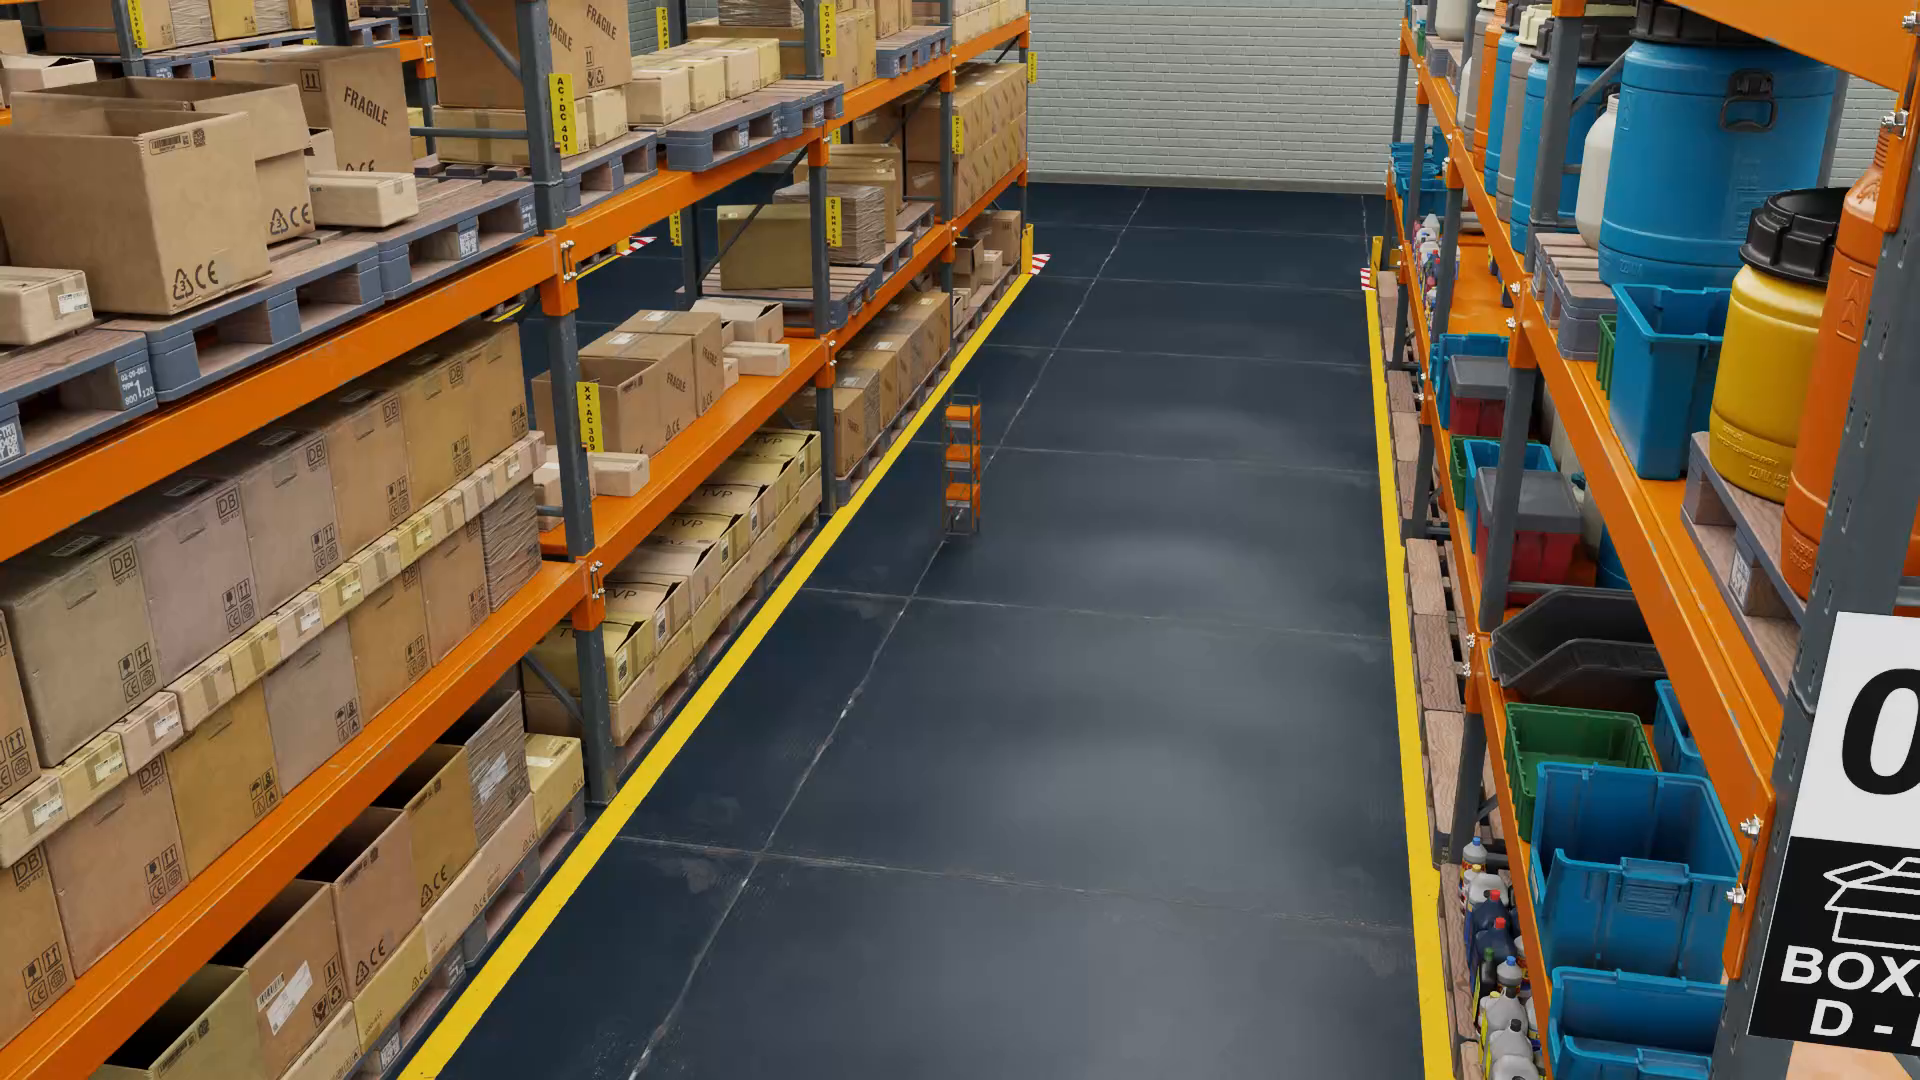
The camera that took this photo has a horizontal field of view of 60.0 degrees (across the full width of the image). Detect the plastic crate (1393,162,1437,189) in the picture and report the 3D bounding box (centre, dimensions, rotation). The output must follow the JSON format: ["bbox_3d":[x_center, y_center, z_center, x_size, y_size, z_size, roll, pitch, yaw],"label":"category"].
[{"bbox_3d":[4.459,-3.563,16.328,0.416,0.233,0.300,4,22,11],"label":"plastic crate"}]

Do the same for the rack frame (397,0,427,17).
[{"bbox_3d":[-5.415,-6.234,14.788,1.000,3.000,0.127,4,22,11],"label":"rack frame"}]

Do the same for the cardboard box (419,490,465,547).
[{"bbox_3d":[-2.199,-0.099,6.581,0.380,0.149,0.250,4,22,11],"label":"cardboard box"}]

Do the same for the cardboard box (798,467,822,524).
[{"bbox_3d":[-1.249,-0.321,11.253,0.500,0.250,0.500,5,22,12],"label":"cardboard box"}]

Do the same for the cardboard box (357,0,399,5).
[{"bbox_3d":[-5.505,-5.283,15.945,0.500,0.250,0.500,5,22,11],"label":"cardboard box"}]

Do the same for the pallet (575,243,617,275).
[{"bbox_3d":[-4.685,-3.322,19.321,1.003,0.211,1.213,4,22,11],"label":"pallet"}]

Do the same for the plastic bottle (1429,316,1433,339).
[{"bbox_3d":[3.221,-1.447,11.197,0.097,0.201,0.097,0,22,0],"label":"plastic bottle"}]

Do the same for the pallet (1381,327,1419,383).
[{"bbox_3d":[4.396,-1.675,15.229,1.003,0.211,1.213,4,22,11],"label":"pallet"}]

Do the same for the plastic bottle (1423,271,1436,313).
[{"bbox_3d":[3.366,-1.778,11.909,0.061,0.283,0.133,4,22,11],"label":"plastic bottle"}]

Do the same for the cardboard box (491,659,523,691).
[{"bbox_3d":[-2.395,0.501,8.462,0.500,0.311,0.500,4,22,11],"label":"cardboard box"}]

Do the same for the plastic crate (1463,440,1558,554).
[{"bbox_3d":[2.572,-0.190,7.832,0.392,0.384,0.575,4,22,11],"label":"plastic crate"}]

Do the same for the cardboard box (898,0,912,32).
[{"bbox_3d":[-0.739,-4.576,13.855,0.600,0.600,0.600,2,22,6],"label":"cardboard box"}]

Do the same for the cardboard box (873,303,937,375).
[{"bbox_3d":[-0.494,-1.737,14.409,0.500,0.500,0.500,5,22,11],"label":"cardboard box"}]

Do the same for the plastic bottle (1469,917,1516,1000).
[{"bbox_3d":[2.042,1.587,6.355,0.144,0.351,0.185,4,22,9],"label":"plastic bottle"}]

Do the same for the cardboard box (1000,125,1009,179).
[{"bbox_3d":[0.217,-4.028,17.206,0.500,0.500,0.500,5,22,11],"label":"cardboard box"}]

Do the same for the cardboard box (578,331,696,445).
[{"bbox_3d":[-1.814,-0.851,9.318,0.500,0.500,0.500,4,22,11],"label":"cardboard box"}]

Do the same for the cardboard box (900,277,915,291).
[{"bbox_3d":[-0.726,-2.350,15.930,0.500,0.500,0.500,4,22,11],"label":"cardboard box"}]

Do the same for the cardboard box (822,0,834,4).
[{"bbox_3d":[-1.181,-3.860,11.434,0.500,0.500,0.500,4,22,11],"label":"cardboard box"}]

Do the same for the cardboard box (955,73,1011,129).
[{"bbox_3d":[0.227,-4.490,17.014,0.500,0.500,0.500,5,22,12],"label":"cardboard box"}]

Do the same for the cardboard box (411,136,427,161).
[{"bbox_3d":[-5.262,-3.457,15.364,0.500,0.500,0.500,4,22,10],"label":"cardboard box"}]

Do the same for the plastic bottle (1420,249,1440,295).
[{"bbox_3d":[3.504,-1.980,12.322,0.144,0.351,0.185,4,22,11],"label":"plastic bottle"}]

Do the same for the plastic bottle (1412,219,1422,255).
[{"bbox_3d":[3.764,-2.492,13.682,0.061,0.283,0.133,4,22,11],"label":"plastic bottle"}]

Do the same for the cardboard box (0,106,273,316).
[{"bbox_3d":[-2.407,-0.971,4.850,0.500,0.500,0.500,4,22,11],"label":"cardboard box"}]

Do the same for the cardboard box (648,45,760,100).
[{"bbox_3d":[-1.507,-2.766,9.829,0.500,0.250,0.500,5,22,12],"label":"cardboard box"}]

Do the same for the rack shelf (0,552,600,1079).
[{"bbox_3d":[-2.605,0.916,6.028,1.077,0.370,4.000,4,22,11],"label":"rack shelf"}]

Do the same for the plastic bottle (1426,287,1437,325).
[{"bbox_3d":[3.301,-1.622,11.537,0.097,0.271,0.097,0,22,0],"label":"plastic bottle"}]

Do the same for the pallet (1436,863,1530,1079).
[{"bbox_3d":[2.474,1.765,6.688,1.003,0.211,1.213,4,22,11],"label":"pallet"}]

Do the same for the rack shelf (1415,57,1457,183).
[{"bbox_3d":[3.876,-3.023,11.791,1.077,0.370,4.000,4,22,11],"label":"rack shelf"}]

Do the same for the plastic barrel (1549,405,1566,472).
[{"bbox_3d":[3.299,-0.593,8.630,0.433,0.535,0.433,0,22,0],"label":"plastic barrel"}]

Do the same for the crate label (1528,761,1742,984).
[{"bbox_3d":[1.946,0.982,4.852,0.502,0.435,0.616,4,22,11],"label":"crate label"}]

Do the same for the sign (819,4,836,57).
[{"bbox_3d":[-0.839,-3.235,10.558,0.100,0.325,0.005,4,22,11],"label":"sign"}]

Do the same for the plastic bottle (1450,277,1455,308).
[{"bbox_3d":[3.545,-1.834,12.049,0.061,0.283,0.133,4,22,11],"label":"plastic bottle"}]

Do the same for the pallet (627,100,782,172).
[{"bbox_3d":[-1.657,-2.252,9.168,1.003,0.211,1.213,6,23,13],"label":"pallet"}]

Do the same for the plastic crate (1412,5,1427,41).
[{"bbox_3d":[4.346,-4.709,15.173,0.437,0.282,0.530,4,22,11],"label":"plastic crate"}]

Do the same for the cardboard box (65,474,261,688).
[{"bbox_3d":[-2.690,0.099,5.222,0.700,0.500,0.500,5,22,11],"label":"cardboard box"}]

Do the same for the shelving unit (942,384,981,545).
[{"bbox_3d":[0.011,-0.507,11.206,0.215,1.050,0.252,4,22,11],"label":"shelving unit"}]

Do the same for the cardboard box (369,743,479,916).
[{"bbox_3d":[-2.289,1.135,6.636,0.500,0.500,0.500,4,22,11],"label":"cardboard box"}]

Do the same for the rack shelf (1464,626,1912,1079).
[{"bbox_3d":[2.243,1.295,5.087,1.077,0.370,4.000,4,22,11],"label":"rack shelf"}]

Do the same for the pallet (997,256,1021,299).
[{"bbox_3d":[0.075,-2.925,18.334,1.003,0.211,1.213,4,22,11],"label":"pallet"}]

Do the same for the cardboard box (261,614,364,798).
[{"bbox_3d":[-2.592,0.531,5.886,0.700,0.500,0.500,5,23,13],"label":"cardboard box"}]

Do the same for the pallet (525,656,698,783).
[{"bbox_3d":[-2.085,0.872,8.907,1.003,0.211,1.213,4,22,11],"label":"pallet"}]

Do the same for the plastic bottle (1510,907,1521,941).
[{"bbox_3d":[2.222,1.529,6.500,0.144,0.351,0.185,4,22,11],"label":"plastic bottle"}]

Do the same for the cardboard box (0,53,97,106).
[{"bbox_3d":[-6.113,-3.064,11.024,0.500,0.311,0.500,4,22,11],"label":"cardboard box"}]

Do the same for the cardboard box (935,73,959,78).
[{"bbox_3d":[-0.303,-4.532,17.118,0.500,0.500,0.500,5,22,12],"label":"cardboard box"}]

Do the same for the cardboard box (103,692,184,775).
[{"bbox_3d":[-2.565,0.559,4.948,0.380,0.149,0.250,4,22,10],"label":"cardboard box"}]

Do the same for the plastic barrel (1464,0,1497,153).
[{"bbox_3d":[3.088,-2.574,9.042,0.600,0.901,0.600,0,22,0],"label":"plastic barrel"}]

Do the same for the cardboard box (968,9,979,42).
[{"bbox_3d":[-0.117,-4.739,15.290,0.500,0.250,0.500,4,22,11],"label":"cardboard box"}]

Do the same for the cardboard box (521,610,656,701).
[{"bbox_3d":[-1.869,0.539,8.368,0.500,0.311,0.500,5,22,11],"label":"cardboard box"}]

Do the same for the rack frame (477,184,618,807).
[{"bbox_3d":[-2.197,-0.149,7.710,1.000,3.000,0.127,4,22,11],"label":"rack frame"}]

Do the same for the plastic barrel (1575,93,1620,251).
[{"bbox_3d":[2.371,-1.266,5.755,0.421,0.512,0.421,0,22,0],"label":"plastic barrel"}]

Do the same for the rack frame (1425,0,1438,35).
[{"bbox_3d":[4.284,-5.479,12.912,1.000,3.000,0.127,4,22,11],"label":"rack frame"}]

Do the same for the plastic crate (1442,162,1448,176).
[{"bbox_3d":[5.111,-3.753,16.929,0.396,0.136,0.243,4,22,11],"label":"plastic crate"}]

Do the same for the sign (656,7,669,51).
[{"bbox_3d":[-1.911,-3.286,10.789,0.100,0.325,0.005,4,22,11],"label":"sign"}]
